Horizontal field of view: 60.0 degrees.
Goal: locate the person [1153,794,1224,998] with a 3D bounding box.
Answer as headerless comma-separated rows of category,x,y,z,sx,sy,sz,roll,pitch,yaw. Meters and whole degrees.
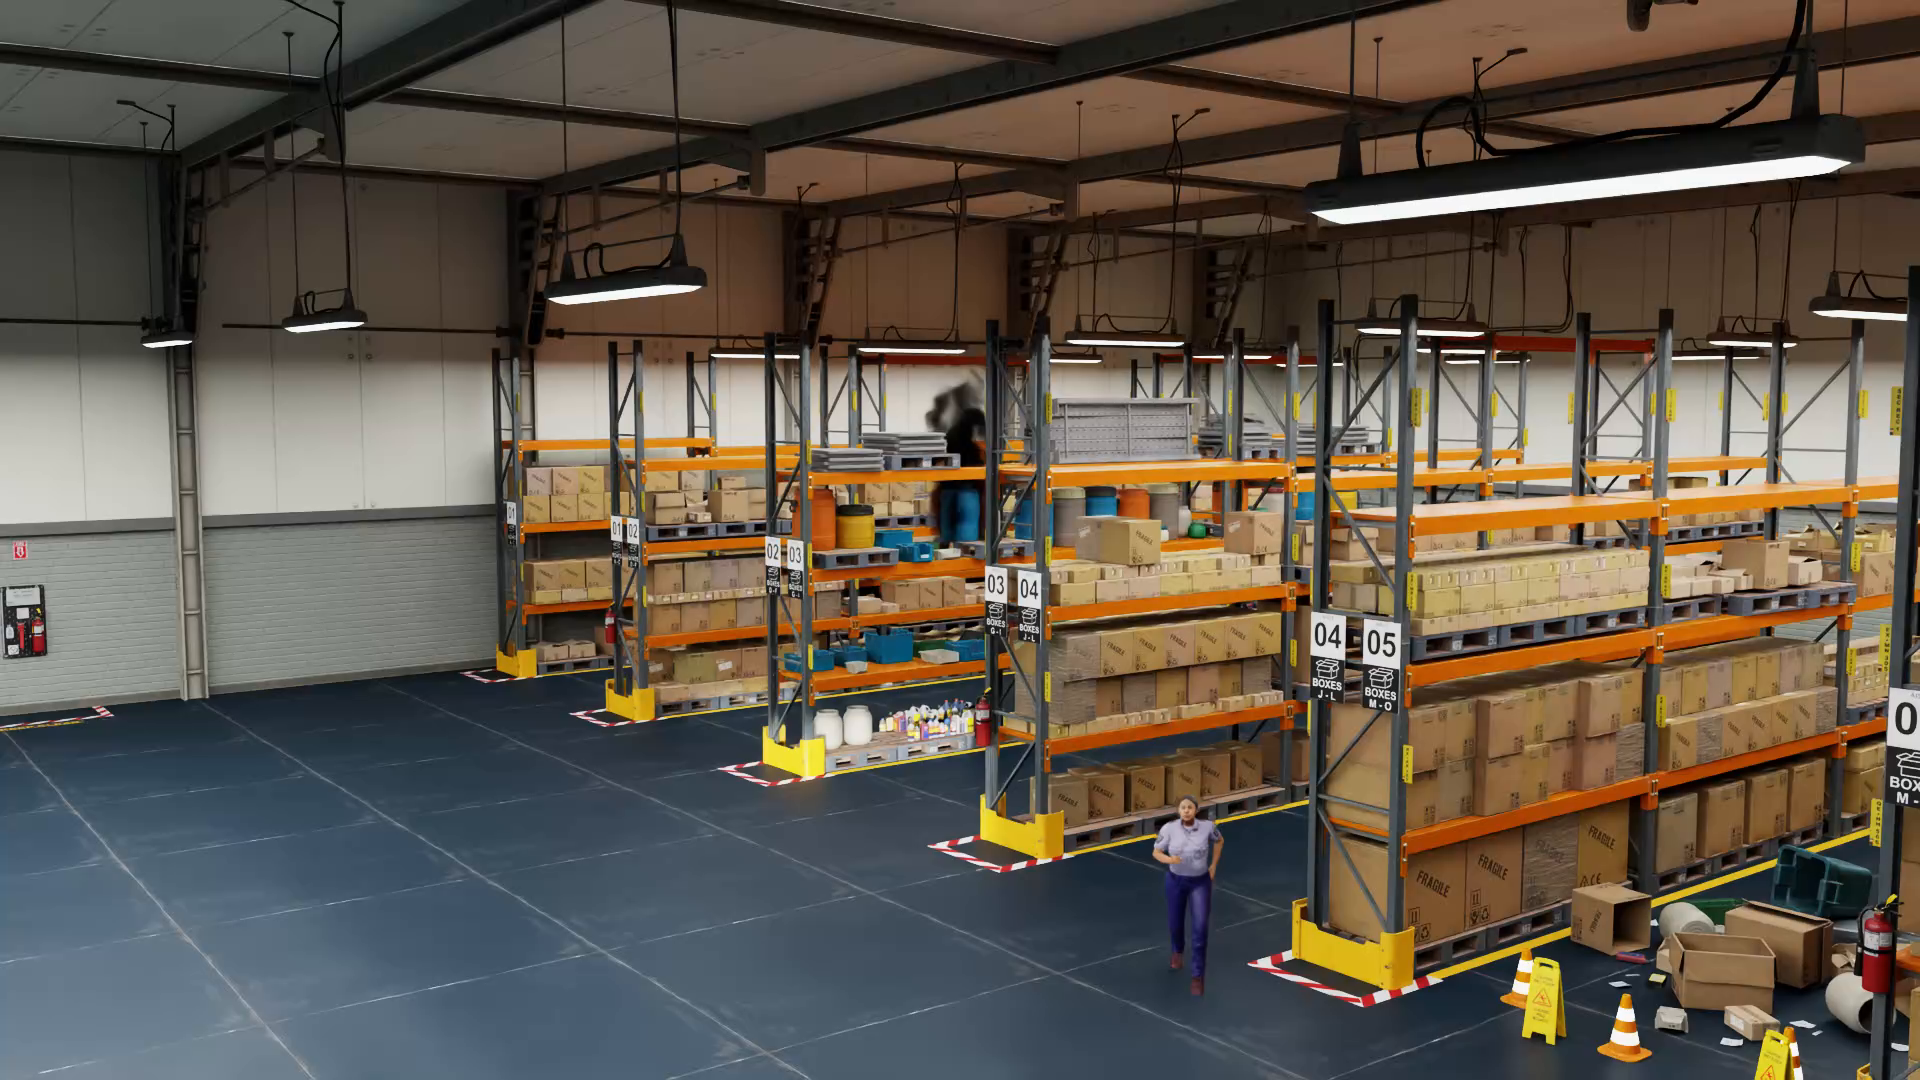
person,1.995,3.070,14.590,0.599,1.719,0.791,1,5,12
